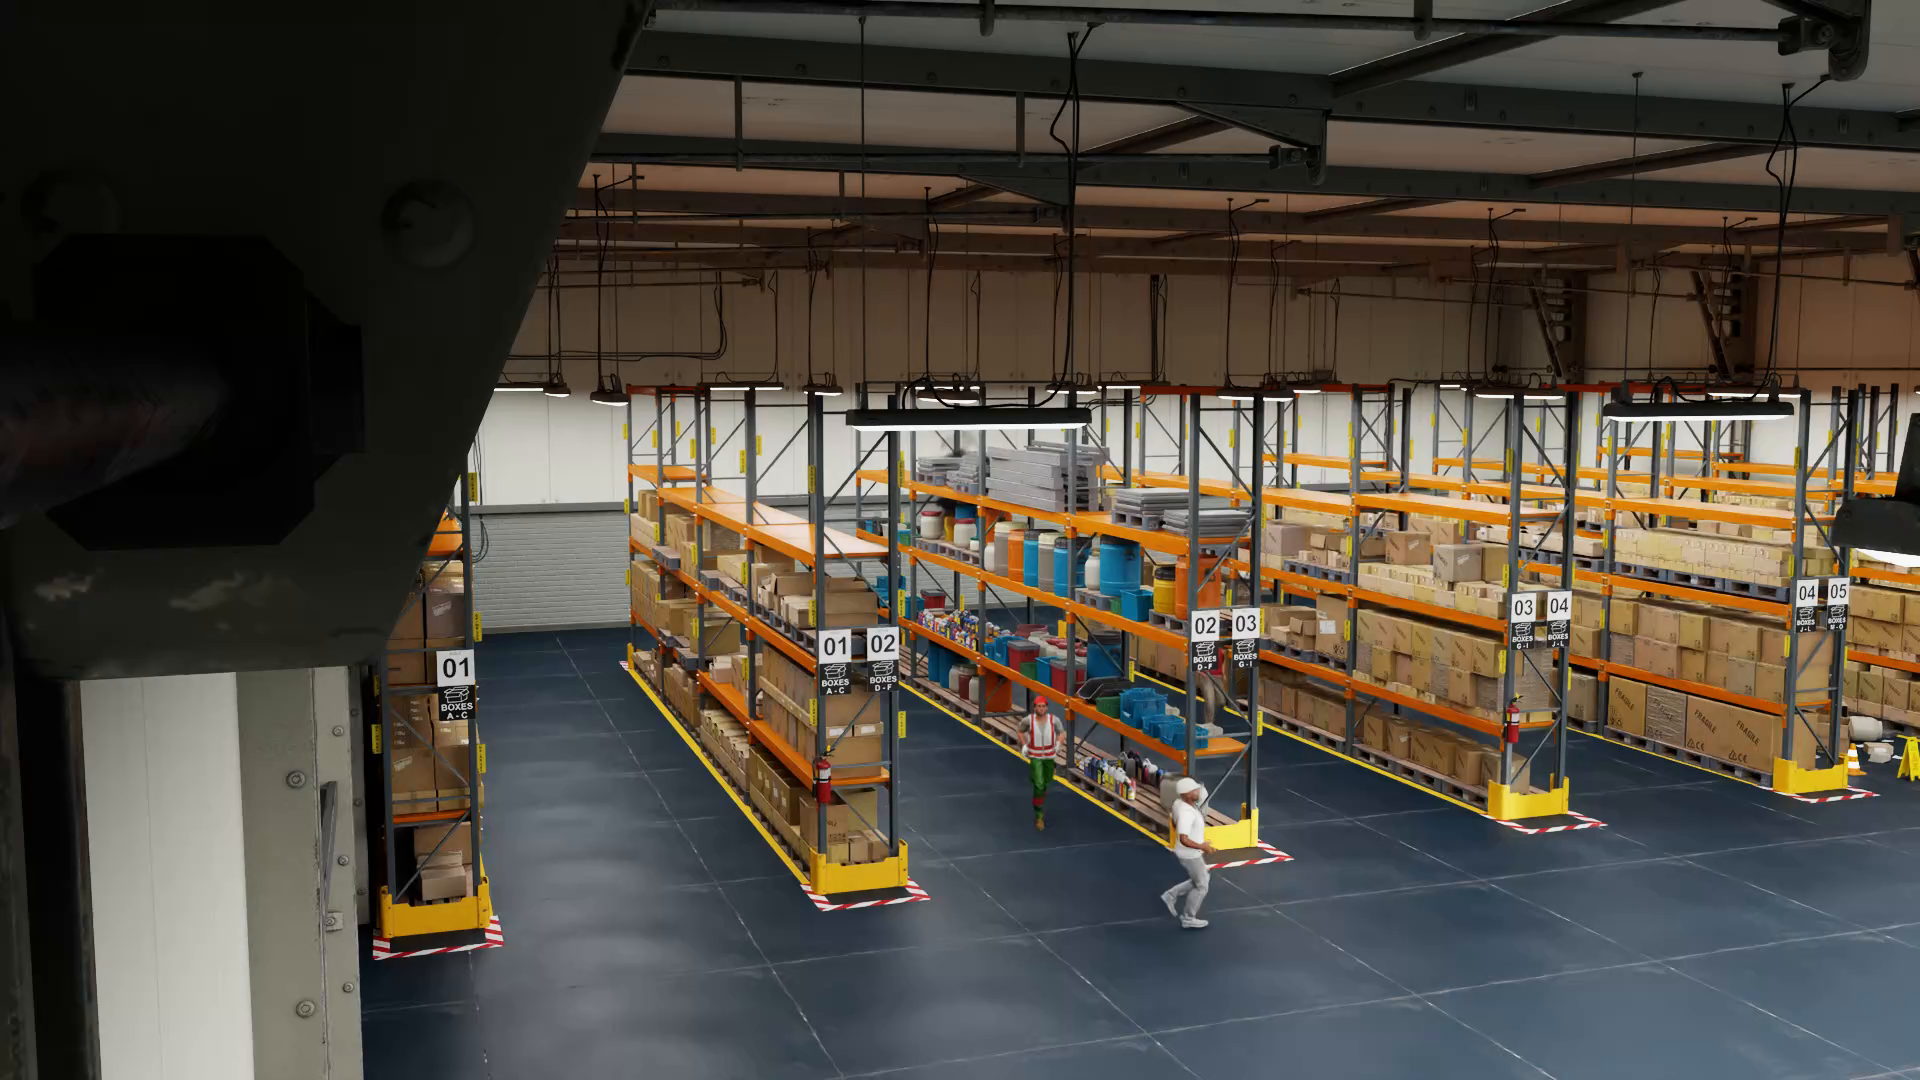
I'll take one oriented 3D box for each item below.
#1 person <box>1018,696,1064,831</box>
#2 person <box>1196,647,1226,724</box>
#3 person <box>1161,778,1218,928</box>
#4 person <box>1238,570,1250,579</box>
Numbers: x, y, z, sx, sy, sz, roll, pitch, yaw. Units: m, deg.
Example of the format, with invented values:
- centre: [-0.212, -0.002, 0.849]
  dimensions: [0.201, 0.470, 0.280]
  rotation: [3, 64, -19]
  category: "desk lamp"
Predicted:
- centre: [1.138, 3.049, 23.182]
  dimensions: [0.639, 1.822, 0.859]
  rotation: [-1, 6, -9]
  category: "person"
- centre: [4.408, 2.480, 29.225]
  dimensions: [0.660, 1.674, 0.626]
  rotation: [-2, 6, -20]
  category: "person"
- centre: [2.588, 3.535, 18.810]
  dimensions: [0.605, 1.718, 0.696]
  rotation: [0, 6, 3]
  category: "person"
- centre: [7.102, 1.244, 41.274]
  dimensions: [0.898, 1.697, 0.649]
  rotation: [-4, 7, -36]
  category: "person"
